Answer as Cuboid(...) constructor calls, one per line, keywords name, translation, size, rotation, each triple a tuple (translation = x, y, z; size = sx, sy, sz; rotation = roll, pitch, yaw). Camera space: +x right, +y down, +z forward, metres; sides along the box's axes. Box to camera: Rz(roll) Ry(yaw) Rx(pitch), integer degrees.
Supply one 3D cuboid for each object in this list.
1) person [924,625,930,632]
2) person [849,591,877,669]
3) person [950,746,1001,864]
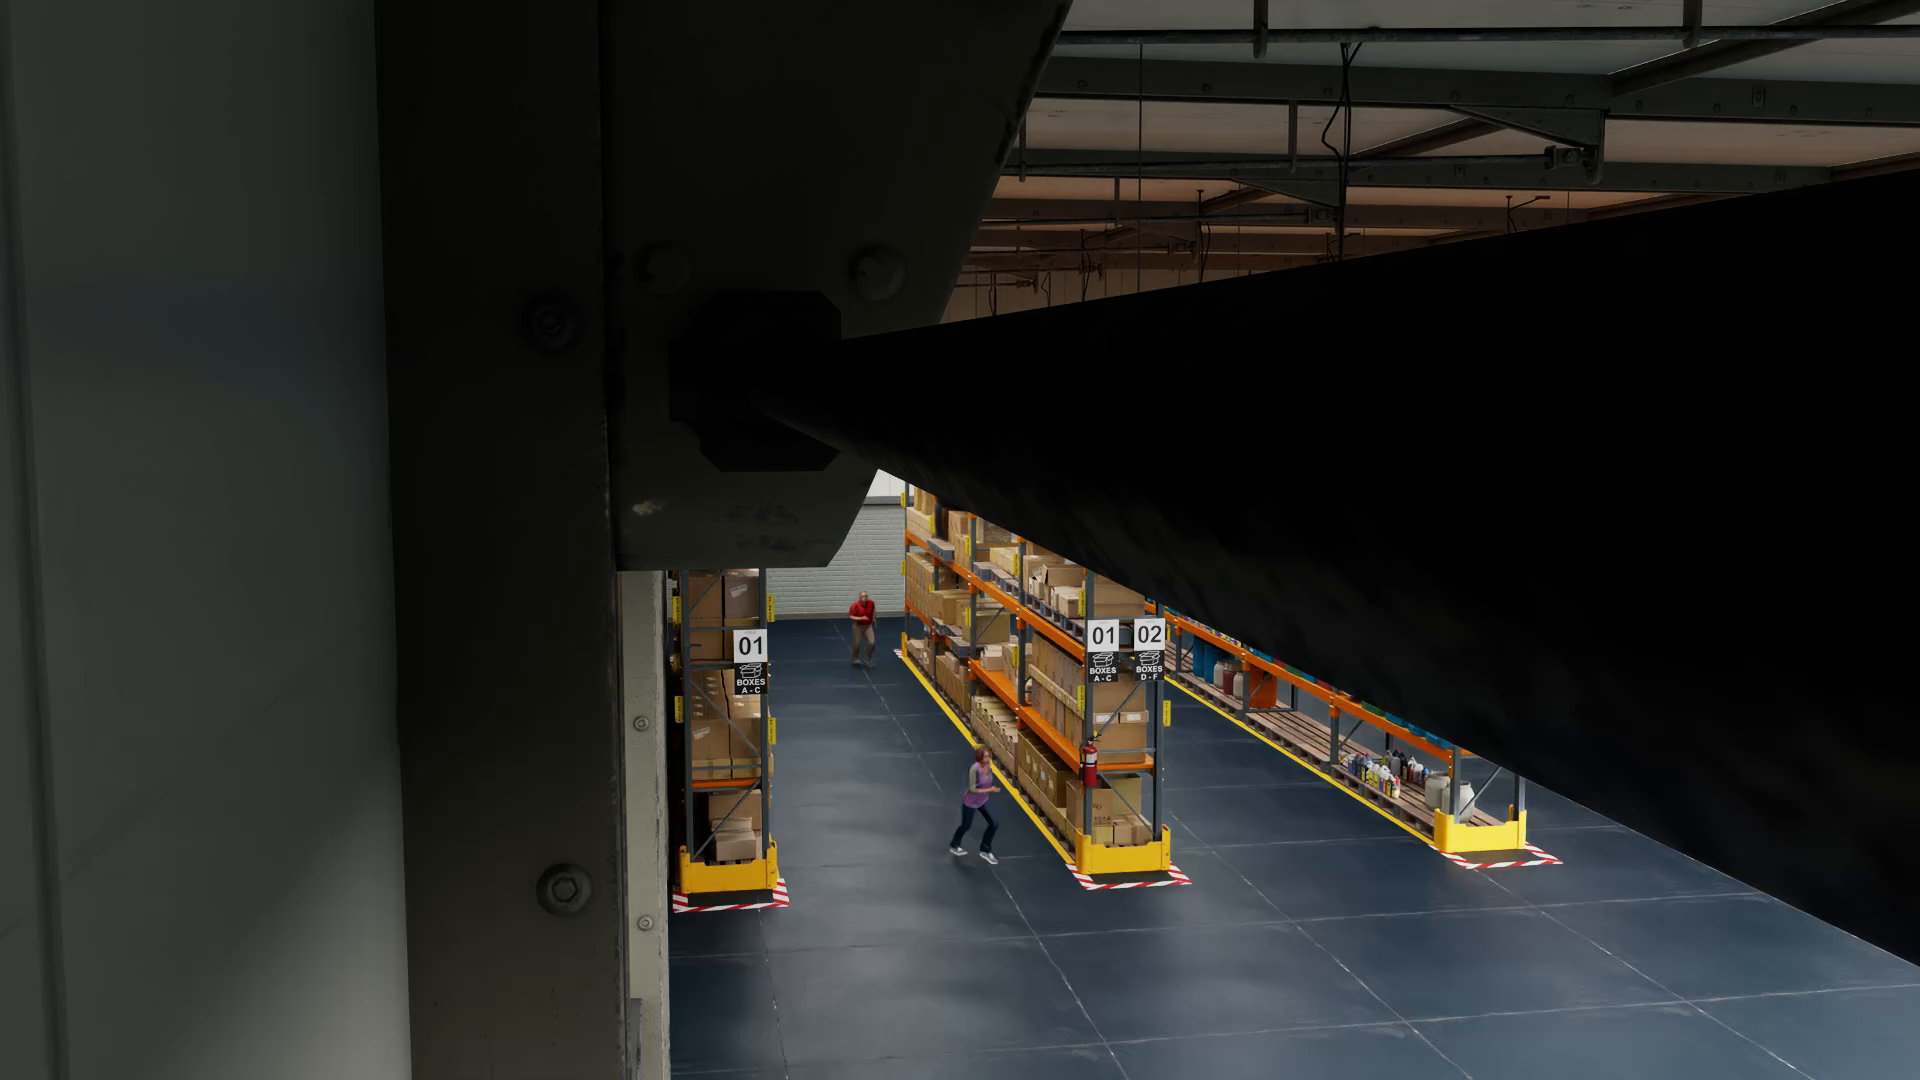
Cuboid(name="person", translation=(-0.555, 1.486, 39.000), size=(0.738, 1.709, 1.061), rotation=(-4, 7, -34))
Cuboid(name="person", translation=(-2.042, 1.883, 35.063), size=(0.674, 1.686, 0.979), rotation=(-2, 6, -21))
Cuboid(name="person", translation=(0.200, 3.356, 21.168), size=(0.470, 1.544, 0.893), rotation=(-5, 8, -42))
